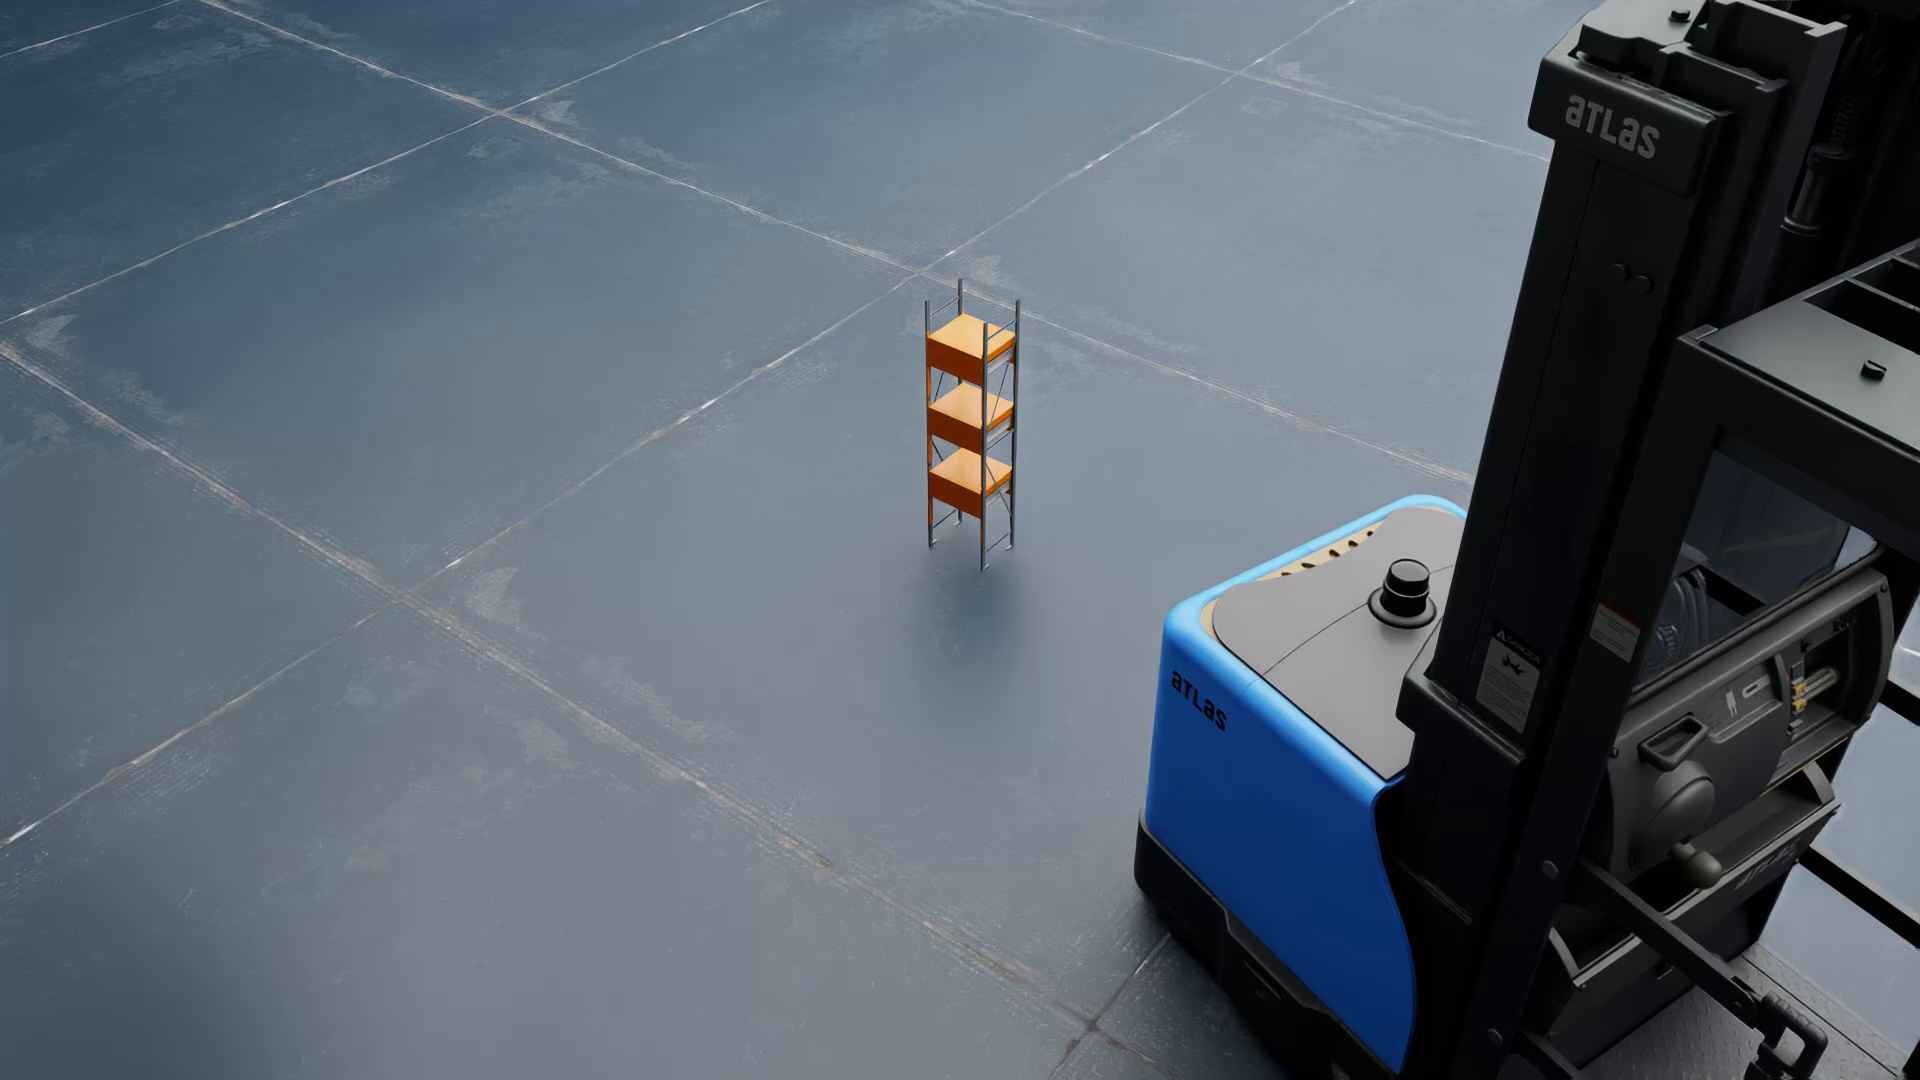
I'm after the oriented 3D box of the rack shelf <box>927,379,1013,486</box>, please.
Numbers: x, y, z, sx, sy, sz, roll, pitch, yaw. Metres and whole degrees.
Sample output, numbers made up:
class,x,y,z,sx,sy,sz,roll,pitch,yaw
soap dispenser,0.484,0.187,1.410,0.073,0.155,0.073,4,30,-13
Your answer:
class,x,y,z,sx,sy,sz,roll,pitch,yaw
rack shelf,0.042,-0.385,5.907,0.240,0.259,0.215,25,45,29

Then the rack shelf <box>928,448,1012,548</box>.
class,x,y,z,sx,sy,sz,roll,pitch,yaw
rack shelf,0.042,-0.166,6.079,0.240,0.259,0.215,25,45,29

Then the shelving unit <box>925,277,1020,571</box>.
class,x,y,z,sx,sy,sz,roll,pitch,yaw
shelving unit,0.042,-0.393,5.901,0.252,1.050,0.215,25,45,29

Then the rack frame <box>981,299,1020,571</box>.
class,x,y,z,sx,sy,sz,roll,pitch,yaw
rack frame,0.139,-0.348,5.842,0.008,1.050,0.200,25,45,29

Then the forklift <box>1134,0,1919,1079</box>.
class,x,y,z,sx,sy,sz,roll,pitch,yaw
forklift,1.750,0.458,3.287,1.130,2.935,3.031,-23,43,-26

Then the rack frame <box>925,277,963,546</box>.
class,x,y,z,sx,sy,sz,roll,pitch,yaw
rack frame,-0.054,-0.439,5.959,0.008,1.050,0.200,25,45,29

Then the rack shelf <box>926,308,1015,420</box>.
class,x,y,z,sx,sy,sz,roll,pitch,yaw
rack shelf,0.042,-0.608,5.732,0.240,0.259,0.215,25,45,29
